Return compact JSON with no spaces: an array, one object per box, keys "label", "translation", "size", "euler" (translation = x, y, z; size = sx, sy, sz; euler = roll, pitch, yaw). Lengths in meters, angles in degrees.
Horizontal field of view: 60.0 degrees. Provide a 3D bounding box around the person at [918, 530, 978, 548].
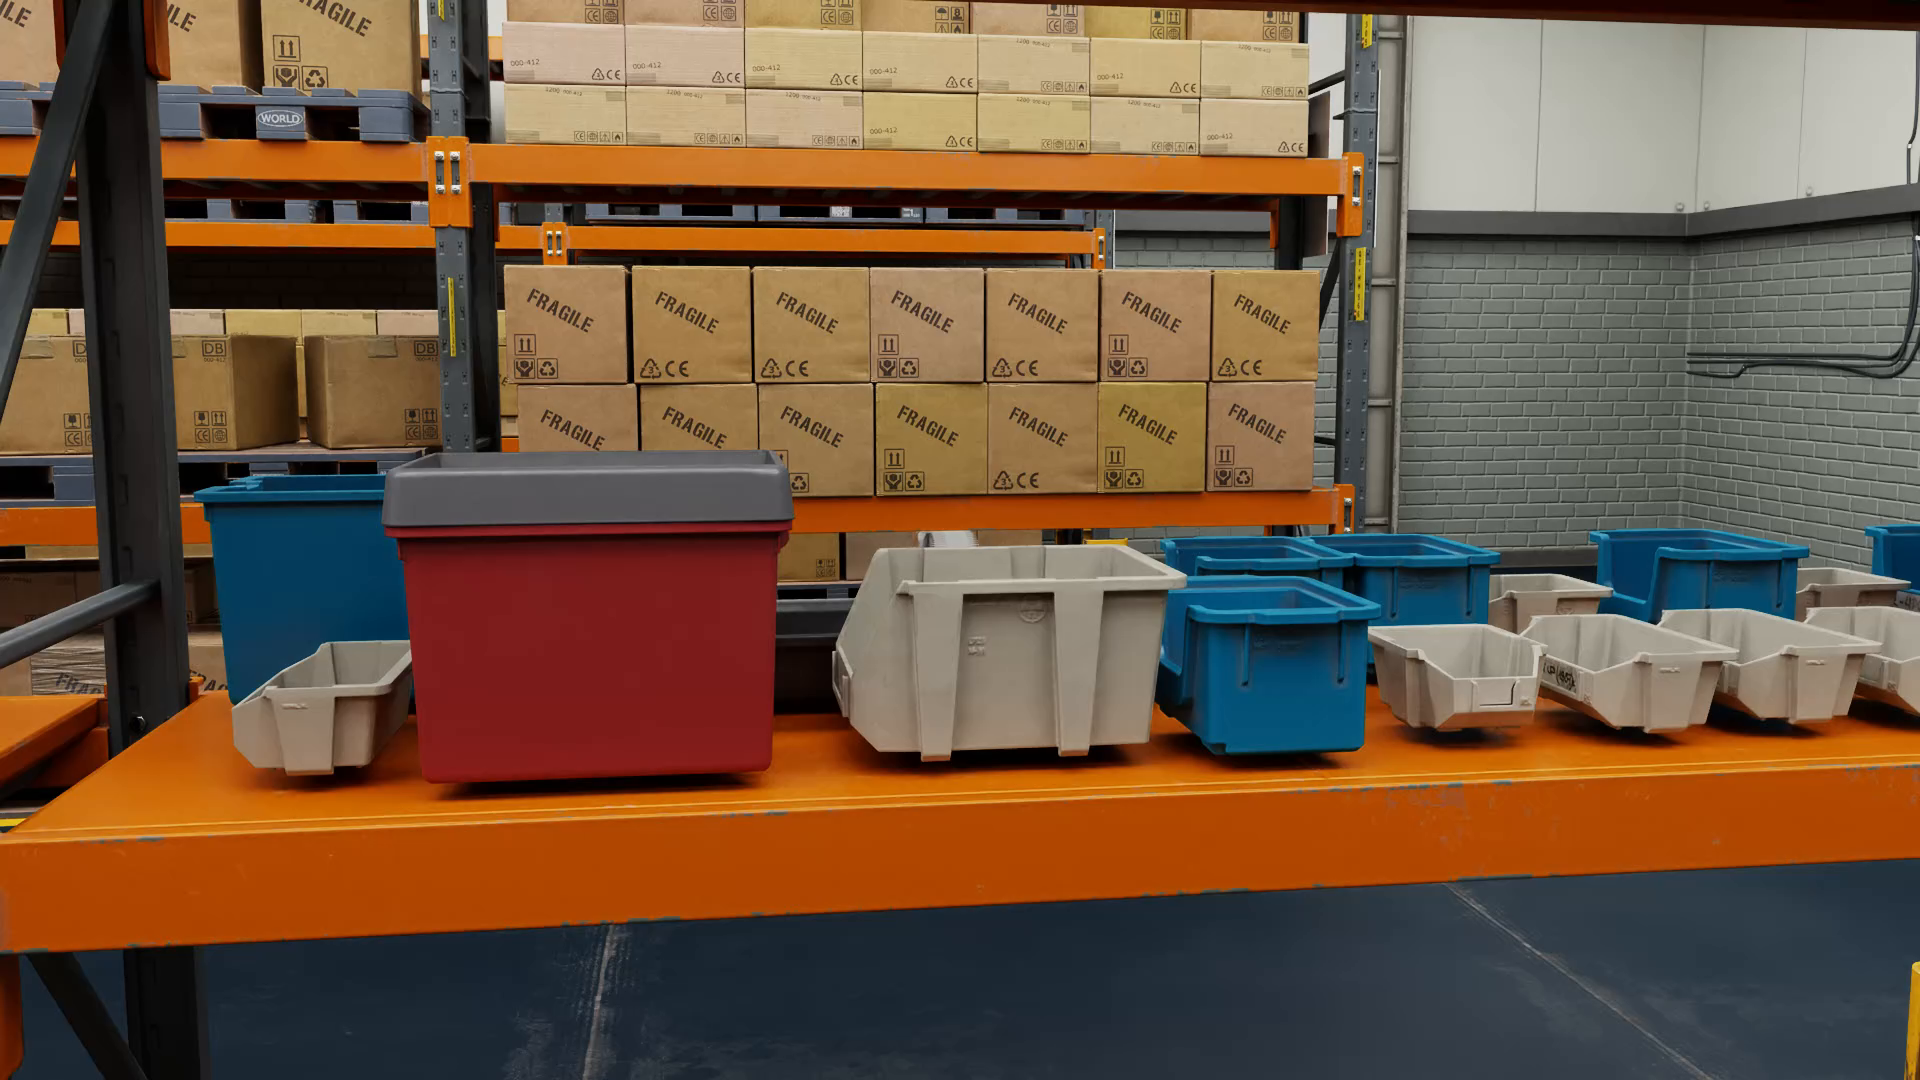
[{"label":"person","translation":[-0.068,0.220,11.190],"size":[0.422,0.895,0.835],"euler":[-1,7,-10]}]
